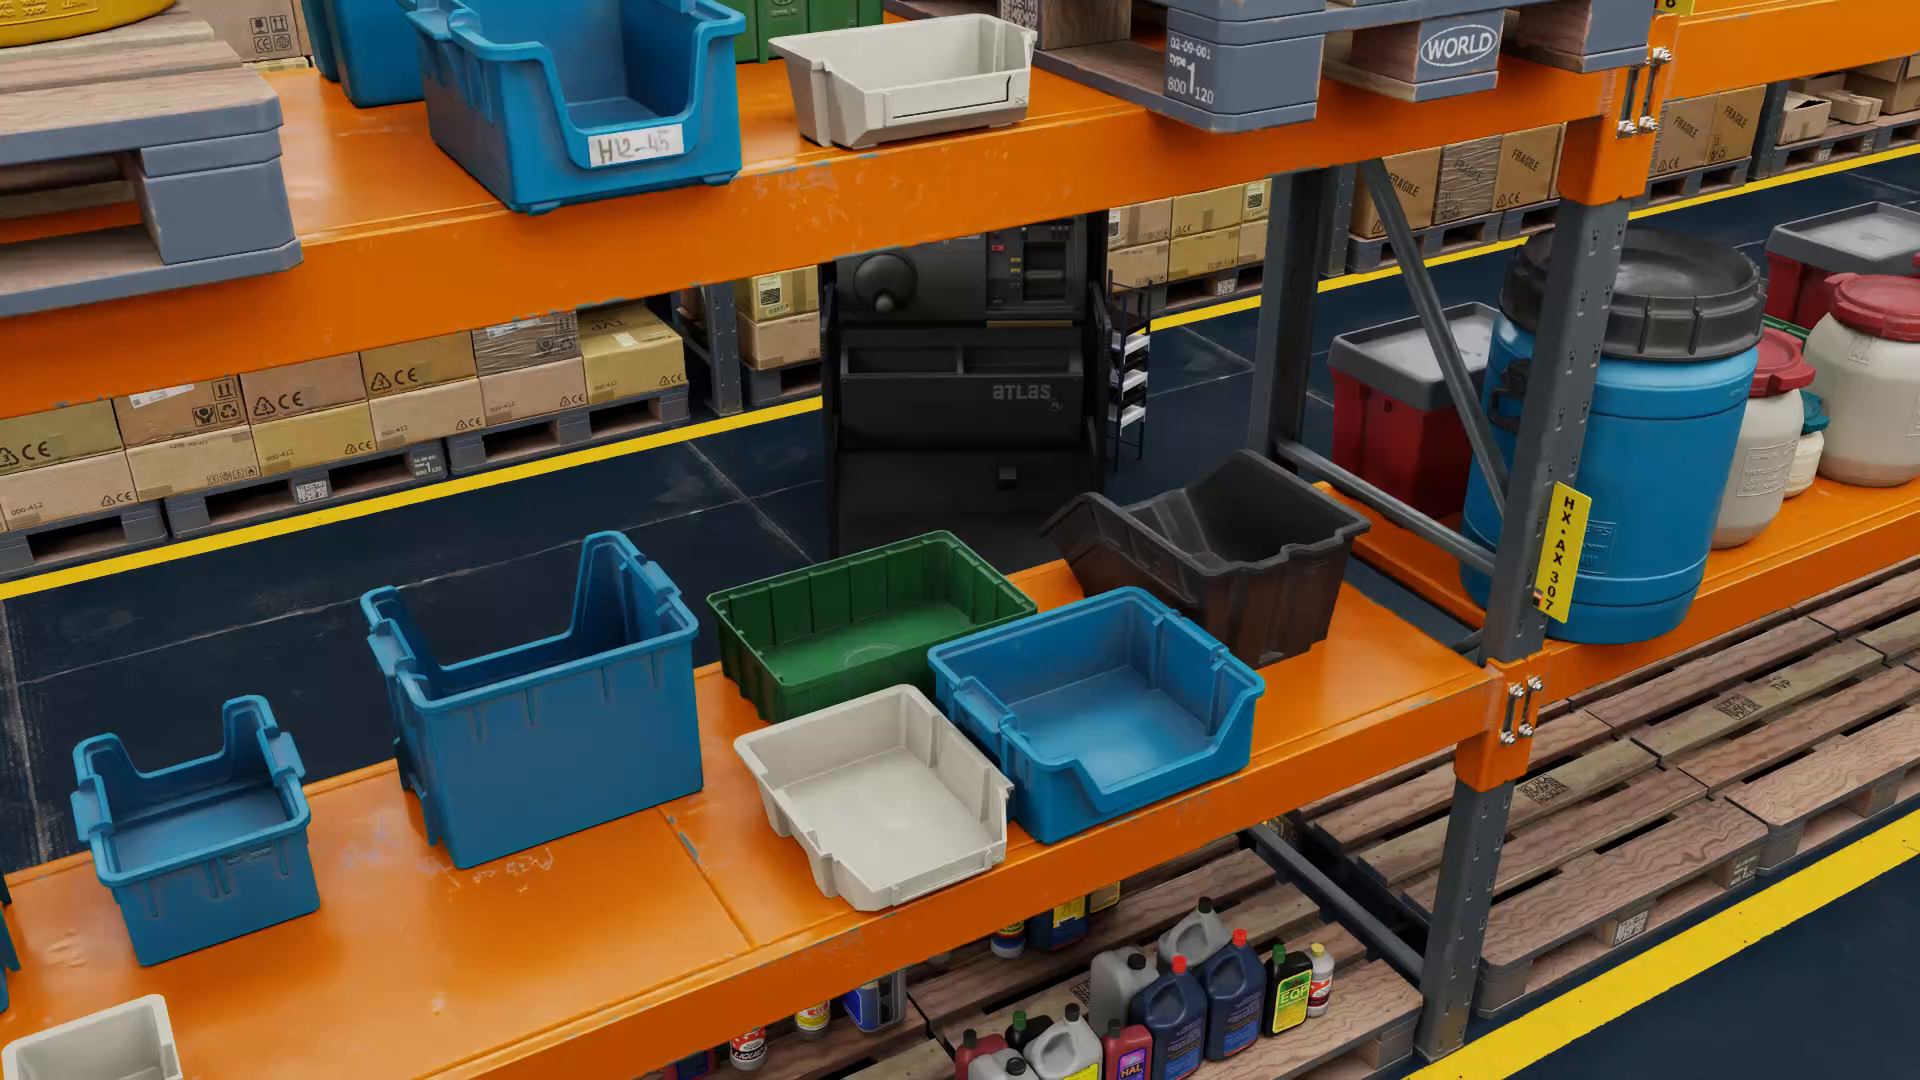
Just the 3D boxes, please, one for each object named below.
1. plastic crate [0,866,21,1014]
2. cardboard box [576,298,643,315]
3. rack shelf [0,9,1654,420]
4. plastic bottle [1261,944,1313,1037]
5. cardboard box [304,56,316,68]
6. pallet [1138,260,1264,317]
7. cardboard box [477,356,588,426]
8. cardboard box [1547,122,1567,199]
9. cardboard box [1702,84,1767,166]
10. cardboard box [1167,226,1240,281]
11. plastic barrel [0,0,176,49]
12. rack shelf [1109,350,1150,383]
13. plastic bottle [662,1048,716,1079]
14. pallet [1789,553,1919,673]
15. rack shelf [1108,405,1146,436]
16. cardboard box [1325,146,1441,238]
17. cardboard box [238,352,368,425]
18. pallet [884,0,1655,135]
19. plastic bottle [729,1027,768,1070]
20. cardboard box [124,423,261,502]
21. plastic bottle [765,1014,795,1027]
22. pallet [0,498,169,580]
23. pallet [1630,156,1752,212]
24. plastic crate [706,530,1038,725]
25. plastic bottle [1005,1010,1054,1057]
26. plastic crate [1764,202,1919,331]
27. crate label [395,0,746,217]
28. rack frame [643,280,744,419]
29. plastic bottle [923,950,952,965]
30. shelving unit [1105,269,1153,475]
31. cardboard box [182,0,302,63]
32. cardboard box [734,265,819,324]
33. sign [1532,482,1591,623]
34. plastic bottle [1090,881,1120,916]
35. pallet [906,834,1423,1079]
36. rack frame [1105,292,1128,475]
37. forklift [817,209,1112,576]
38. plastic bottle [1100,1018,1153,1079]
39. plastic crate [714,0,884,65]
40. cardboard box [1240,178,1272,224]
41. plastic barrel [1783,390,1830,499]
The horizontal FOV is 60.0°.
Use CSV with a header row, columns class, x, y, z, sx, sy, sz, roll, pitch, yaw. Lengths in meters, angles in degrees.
class,x,y,z,sx,sy,sz,roll,pitch,yaw
plastic crate,-2.064,0.717,3.001,0.616,0.251,0.499,-16,33,-26
cardboard box,-1.959,-1.470,8.444,0.500,0.500,0.500,-16,33,-26
rack shelf,-0.619,-0.589,2.853,4.000,0.370,1.077,-16,33,-26
plastic bottle,0.858,1.171,4.379,0.133,0.283,0.061,-14,32,-24
cardboard box,-2.622,-2.007,7.007,0.250,0.149,0.380,-15,32,-25
pallet,1.318,-1.718,10.144,1.213,0.211,1.003,-16,33,-26
cardboard box,-2.126,-0.802,8.010,0.500,0.250,0.500,-16,33,-26
cardboard box,3.916,-2.596,10.980,0.500,0.500,0.500,-17,33,-28
cardboard box,5.216,-2.961,11.643,0.500,0.500,0.500,-16,33,-27
cardboard box,1.275,-1.746,9.720,0.500,0.250,0.500,-16,33,-27
plastic barrel,-1.425,-1.013,2.247,0.600,0.588,0.600,0,29,0
rack shelf,0.713,-0.826,7.699,0.258,0.077,0.200,22,36,34
plastic bottle,-0.697,1.257,4.223,0.133,0.283,0.061,-16,33,-26
pallet,3.866,0.335,6.425,1.213,0.211,1.003,-16,33,-26
rack shelf,0.713,-0.590,7.829,0.258,0.077,0.200,22,36,34
cardboard box,2.585,-2.214,10.290,0.500,0.500,0.500,-14,32,-24
cardboard box,-2.980,-0.879,7.373,0.500,0.500,0.500,-16,33,-26
pallet,0.533,-1.094,3.218,1.003,0.211,1.213,-16,33,-26
plastic bottle,-0.552,1.262,4.299,0.097,0.201,0.097,0,29,0
cardboard box,-3.414,-0.430,7.336,0.500,0.250,0.500,-16,33,-26
plastic bottle,-0.491,1.107,4.425,0.185,0.351,0.144,-14,32,-24
pallet,-4.212,-0.149,7.302,1.213,0.211,1.003,-16,33,-26
pallet,4.814,-2.667,11.865,1.213,0.211,1.003,-16,33,-26
plastic crate,-0.208,0.227,3.953,0.662,0.188,0.450,-16,33,-26
plastic bottle,0.178,1.284,4.176,0.133,0.283,0.061,-16,33,-26
plastic crate,3.006,-0.819,5.564,0.583,0.464,0.402,-16,33,-26
crate label,-0.562,-0.670,2.409,0.408,0.251,0.502,-16,33,-26
rack frame,-1.401,-2.145,8.032,0.127,3.000,1.000,-16,33,-26
plastic bottle,-0.072,1.044,4.622,0.097,0.271,0.097,0,29,0
shelving unit,0.713,-0.777,7.726,0.258,0.900,0.210,22,36,34
cardboard box,-3.078,-2.277,6.825,0.500,0.500,0.700,-16,33,-26
cardboard box,-0.919,-1.368,8.455,0.500,0.311,0.500,-16,33,-26
sign,1.374,0.030,3.804,0.005,0.325,0.100,-16,33,-26
plastic bottle,0.398,0.946,4.787,0.133,0.283,0.061,-16,33,-26
pallet,0.505,1.288,4.698,1.213,0.211,1.003,-16,33,-26
rack frame,0.649,-0.739,7.658,0.240,0.900,0.006,22,36,34
forklift,0.013,-0.982,5.997,1.130,2.935,3.031,-1,29,-1
plastic bottle,0.411,1.298,4.149,0.133,0.283,0.061,-14,32,-23
plastic crate,-0.393,-1.028,3.123,0.450,0.188,0.336,-16,33,-26
cardboard box,1.721,-2.119,9.815,0.500,0.311,0.500,-15,32,-25
plastic barrel,2.324,-0.280,4.796,0.301,0.262,0.301,0,29,0
